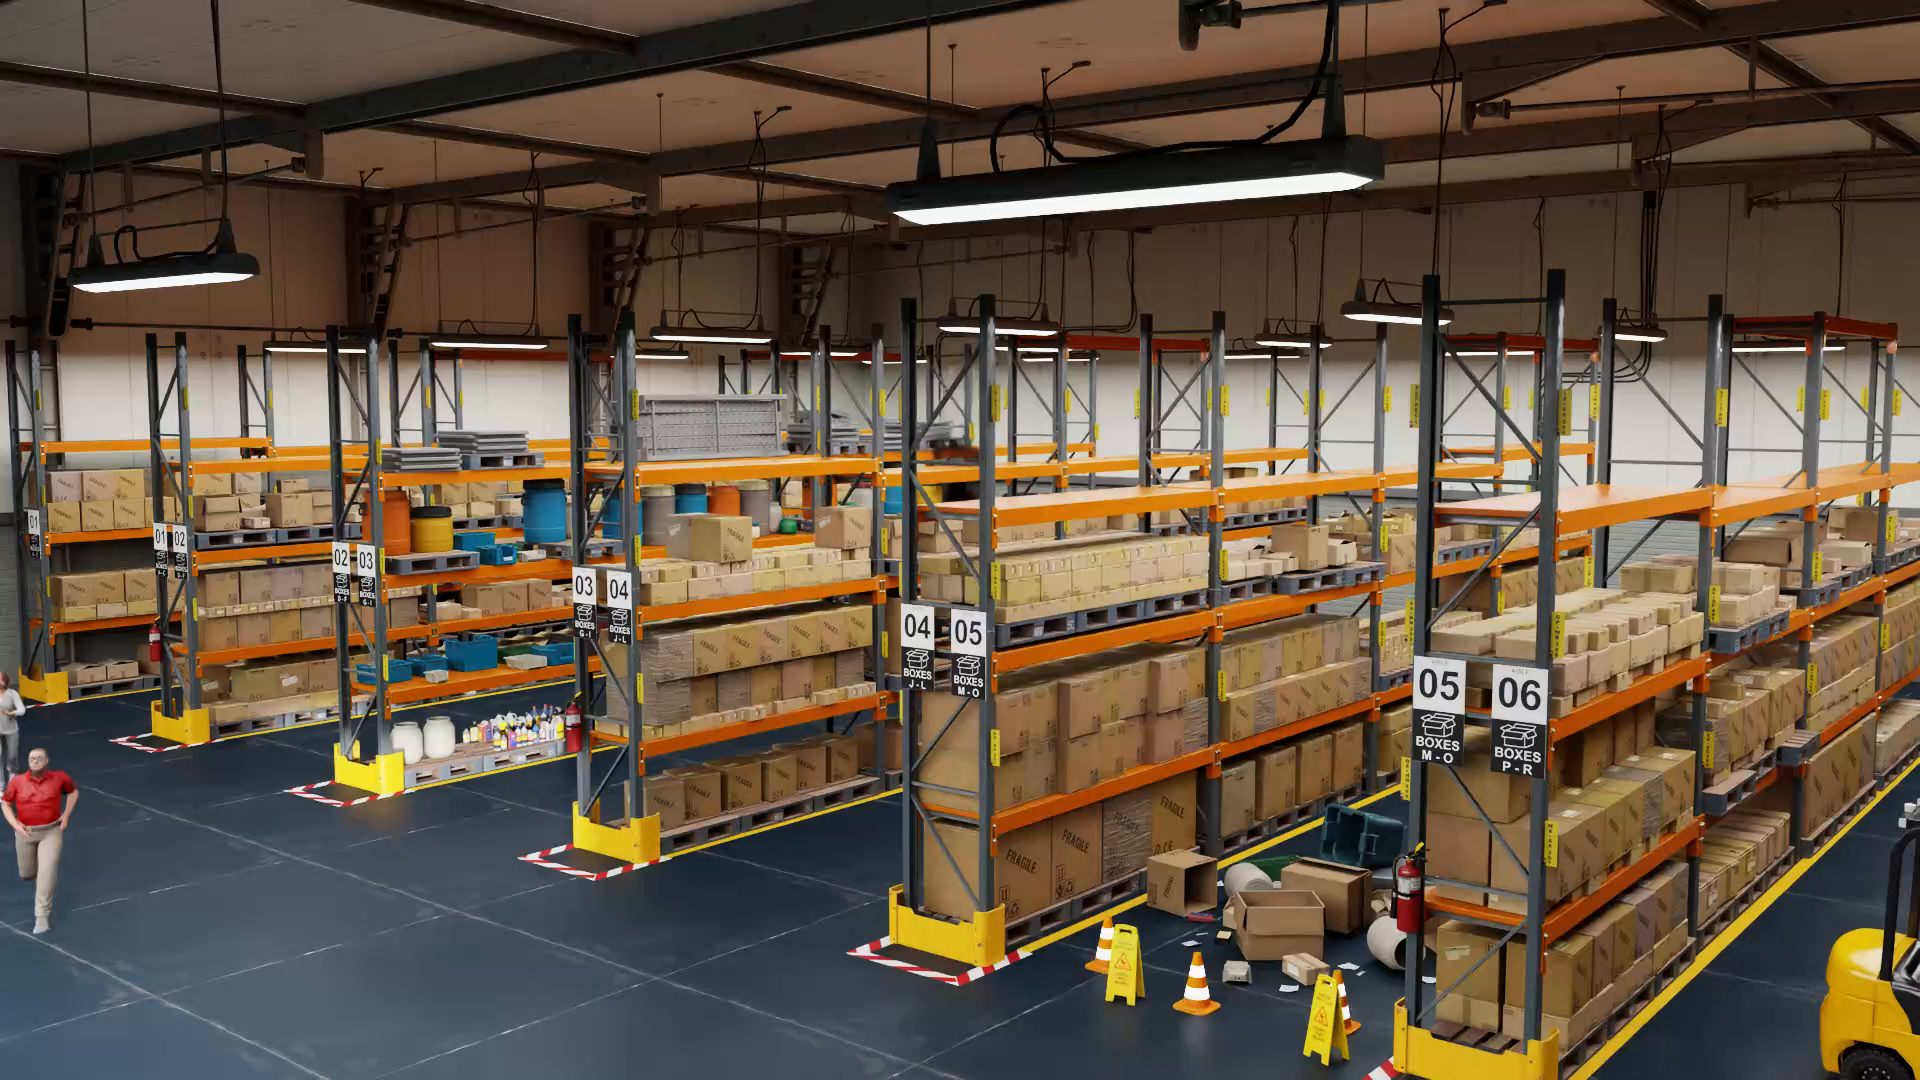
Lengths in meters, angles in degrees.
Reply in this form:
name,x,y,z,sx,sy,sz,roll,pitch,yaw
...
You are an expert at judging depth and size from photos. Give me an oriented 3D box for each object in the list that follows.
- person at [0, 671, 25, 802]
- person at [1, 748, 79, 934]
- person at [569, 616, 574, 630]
name,x,y,z,sx,sy,sz,roll,pitch,yaw
person,-12.156,2.452,21.111,0.535,1.590,0.871,-3,6,-27
person,-8.996,2.884,16.260,0.640,1.726,1.053,-2,5,-16
person,-7.440,1.436,32.763,0.582,1.605,0.578,3,6,32
